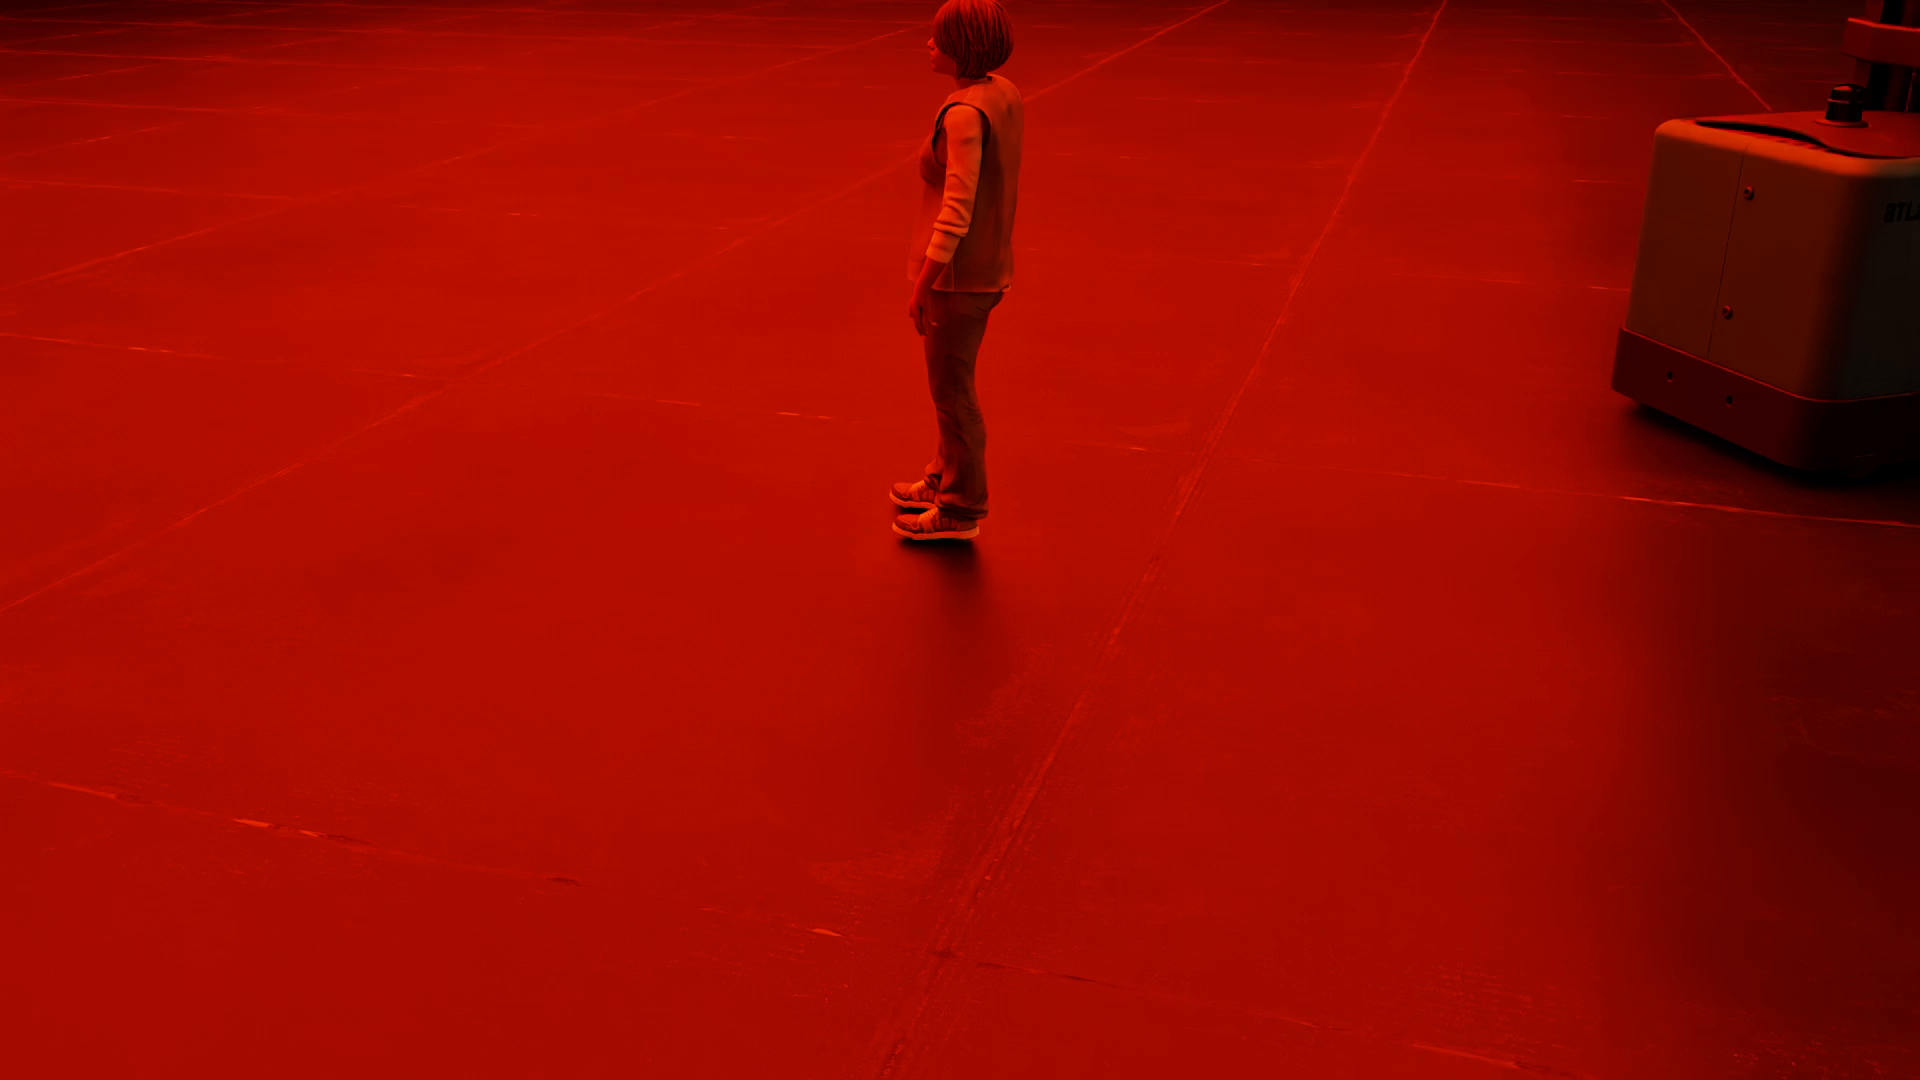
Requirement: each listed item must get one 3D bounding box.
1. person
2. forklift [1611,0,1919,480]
[{"bbox_3d":[-0.067,-0.759,4.846,0.473,1.599,0.520,7,23,16],"label":"person"},{"bbox_3d":[4.053,-1.868,5.805,3.031,2.935,1.130,-7,23,-16],"label":"forklift"}]
